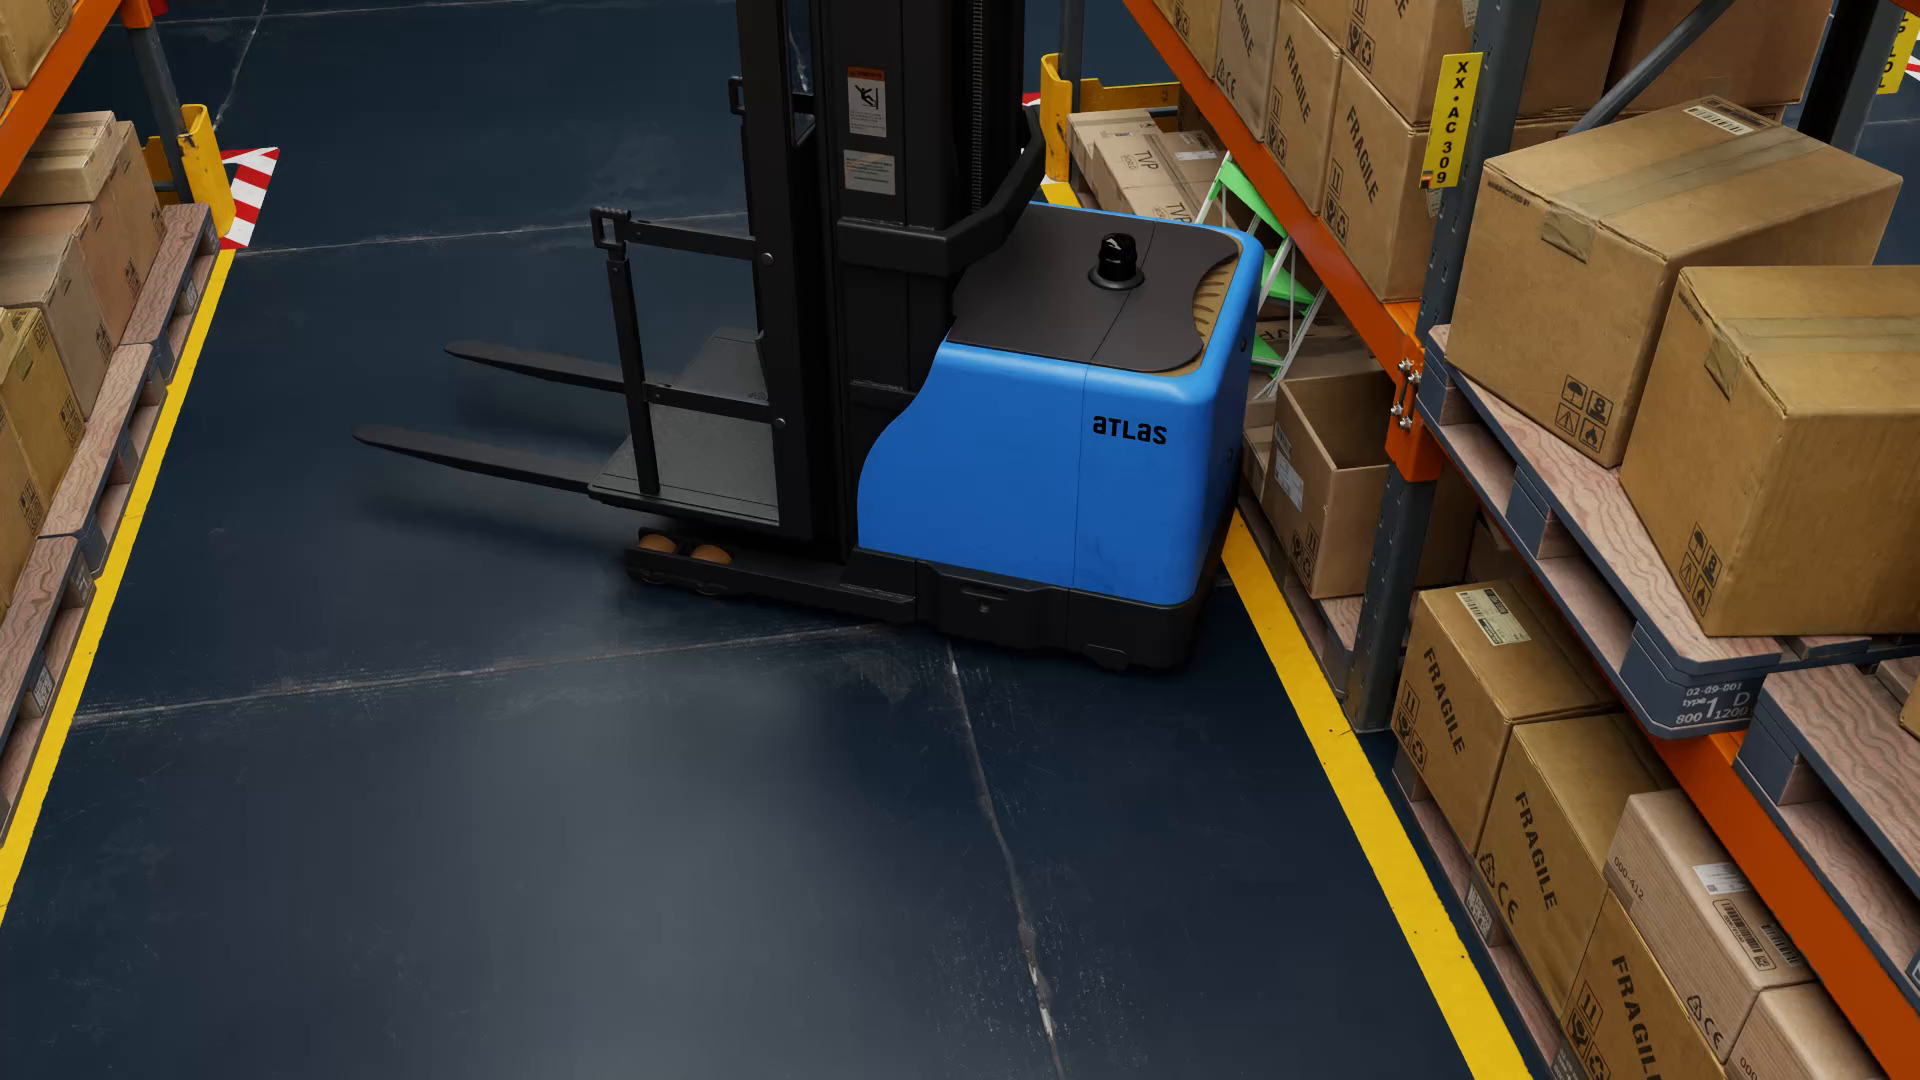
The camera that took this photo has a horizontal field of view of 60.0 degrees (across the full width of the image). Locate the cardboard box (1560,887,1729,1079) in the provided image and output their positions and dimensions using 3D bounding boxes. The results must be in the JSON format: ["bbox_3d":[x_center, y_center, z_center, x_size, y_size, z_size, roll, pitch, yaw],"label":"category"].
[{"bbox_3d":[1.698,1.069,3.608,0.500,0.500,0.500,-6,38,-7],"label":"cardboard box"}]

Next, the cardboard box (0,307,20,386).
[{"bbox_3d":[-3.210,-0.590,5.231,0.380,0.149,0.250,-7,38,-9],"label":"cardboard box"}]

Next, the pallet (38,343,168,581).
[{"bbox_3d":[-3.481,-0.256,5.907,1.003,0.211,1.213,-6,38,-8],"label":"pallet"}]

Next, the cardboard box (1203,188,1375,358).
[{"bbox_3d":[1.334,-1.008,6.279,0.797,0.503,0.637,-6,38,-8],"label":"cardboard box"}]

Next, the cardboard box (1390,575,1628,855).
[{"bbox_3d":[1.514,0.446,4.410,0.500,0.500,0.500,-8,39,-10],"label":"cardboard box"}]

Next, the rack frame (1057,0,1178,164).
[{"bbox_3d":[0.967,-3.102,7.298,1.000,3.000,0.127,-6,38,-8],"label":"rack frame"}]

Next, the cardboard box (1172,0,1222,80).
[{"bbox_3d":[1.053,-1.929,5.706,0.500,0.500,0.500,-6,38,-7],"label":"cardboard box"}]

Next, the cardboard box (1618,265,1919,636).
[{"bbox_3d":[1.715,-0.173,3.104,0.700,0.500,0.500,-1,38,-1],"label":"cardboard box"}]

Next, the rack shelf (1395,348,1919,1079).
[{"bbox_3d":[2.019,0.806,2.854,1.077,0.370,4.000,-6,38,-8],"label":"rack shelf"}]

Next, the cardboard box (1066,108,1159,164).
[{"bbox_3d":[0.703,-1.860,7.665,0.380,0.149,0.250,-6,38,-8],"label":"cardboard box"}]

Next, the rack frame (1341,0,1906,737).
[{"bbox_3d":[1.669,-0.686,4.188,1.000,3.000,0.127,-6,38,-8],"label":"rack frame"}]

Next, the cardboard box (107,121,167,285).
[{"bbox_3d":[-3.688,-1.334,6.717,0.700,0.500,0.500,-6,38,-8],"label":"cardboard box"}]

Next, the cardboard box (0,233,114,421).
[{"bbox_3d":[-3.511,-0.728,5.937,0.700,0.500,0.500,-7,38,-9],"label":"cardboard box"}]

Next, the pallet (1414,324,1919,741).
[{"bbox_3d":[1.701,-0.116,3.611,1.003,0.211,1.213,-6,38,-8],"label":"pallet"}]

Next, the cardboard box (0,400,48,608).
[{"bbox_3d":[-3.323,-0.096,5.124,0.700,0.500,0.500,-7,38,-8],"label":"cardboard box"}]

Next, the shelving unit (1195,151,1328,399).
[{"bbox_3d":[0.912,-0.736,5.691,0.258,1.200,0.503,7,32,-28],"label":"shelving unit"}]

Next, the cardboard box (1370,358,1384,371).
[{"bbox_3d":[1.647,-0.539,5.950,0.380,0.166,0.250,-6,38,-8],"label":"cardboard box"}]

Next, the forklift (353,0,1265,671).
[{"bbox_3d":[-0.600,-1.271,4.997,3.031,2.935,1.130,11,39,13],"label":"forklift"}]

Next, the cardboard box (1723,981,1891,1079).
[{"bbox_3d":[1.777,1.056,3.013,0.500,0.250,0.500,-7,38,-9],"label":"cardboard box"}]

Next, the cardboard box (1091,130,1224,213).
[{"bbox_3d":[0.871,-1.529,7.156,0.500,0.250,0.500,-6,38,-8],"label":"cardboard box"}]

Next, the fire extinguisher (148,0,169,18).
[{"bbox_3d":[-3.481,-2.530,6.929,0.296,0.674,0.183,-6,38,-8],"label":"fire extinguisher"}]

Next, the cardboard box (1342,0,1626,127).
[{"bbox_3d":[1.325,-1.398,4.208,0.500,0.500,0.500,-6,38,-8],"label":"cardboard box"}]

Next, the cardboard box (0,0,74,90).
[{"bbox_3d":[-3.671,-1.940,5.558,0.980,0.700,0.700,-7,38,-8],"label":"cardboard box"}]

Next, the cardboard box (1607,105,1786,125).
[{"bbox_3d":[1.848,-1.063,4.591,0.500,0.500,0.500,-5,38,-7],"label":"cardboard box"}]

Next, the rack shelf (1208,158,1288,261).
[{"bbox_3d":[1.056,-1.074,5.496,0.258,0.148,0.480,7,32,-28],"label":"rack shelf"}]

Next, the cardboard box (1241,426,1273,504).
[{"bbox_3d":[1.165,-0.268,5.615,0.380,0.149,0.250,-6,38,-8],"label":"cardboard box"}]

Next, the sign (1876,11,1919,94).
[{"bbox_3d":[2.215,-1.205,3.913,0.100,0.325,0.005,-6,38,-8],"label":"sign"}]

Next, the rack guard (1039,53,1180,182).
[{"bbox_3d":[0.981,-2.069,8.006,1.175,0.500,0.348,-6,38,-8],"label":"rack guard"}]

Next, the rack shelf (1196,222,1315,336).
[{"bbox_3d":[0.973,-0.879,5.609,0.258,0.148,0.480,7,32,-28],"label":"rack shelf"}]

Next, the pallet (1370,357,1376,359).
[{"bbox_3d":[1.332,-0.738,6.528,1.003,0.211,1.213,-6,38,-8],"label":"pallet"}]

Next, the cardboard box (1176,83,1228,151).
[{"bbox_3d":[1.305,-1.987,7.541,0.500,0.500,0.500,-6,38,-8],"label":"cardboard box"}]

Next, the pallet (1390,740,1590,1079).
[{"bbox_3d":[1.849,0.902,4.417,1.003,0.211,1.213,-6,38,-8],"label":"pallet"}]

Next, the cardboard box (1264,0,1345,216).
[{"bbox_3d":[1.237,-1.311,4.911,0.500,0.500,0.500,-5,38,-7],"label":"cardboard box"}]

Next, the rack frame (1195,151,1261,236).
[{"bbox_3d":[0.830,-0.876,5.874,0.240,1.200,0.015,7,32,-28],"label":"rack frame"}]

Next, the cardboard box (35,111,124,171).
[{"bbox_3d":[-3.486,-1.532,6.443,0.380,0.149,0.250,-7,38,-8],"label":"cardboard box"}]
